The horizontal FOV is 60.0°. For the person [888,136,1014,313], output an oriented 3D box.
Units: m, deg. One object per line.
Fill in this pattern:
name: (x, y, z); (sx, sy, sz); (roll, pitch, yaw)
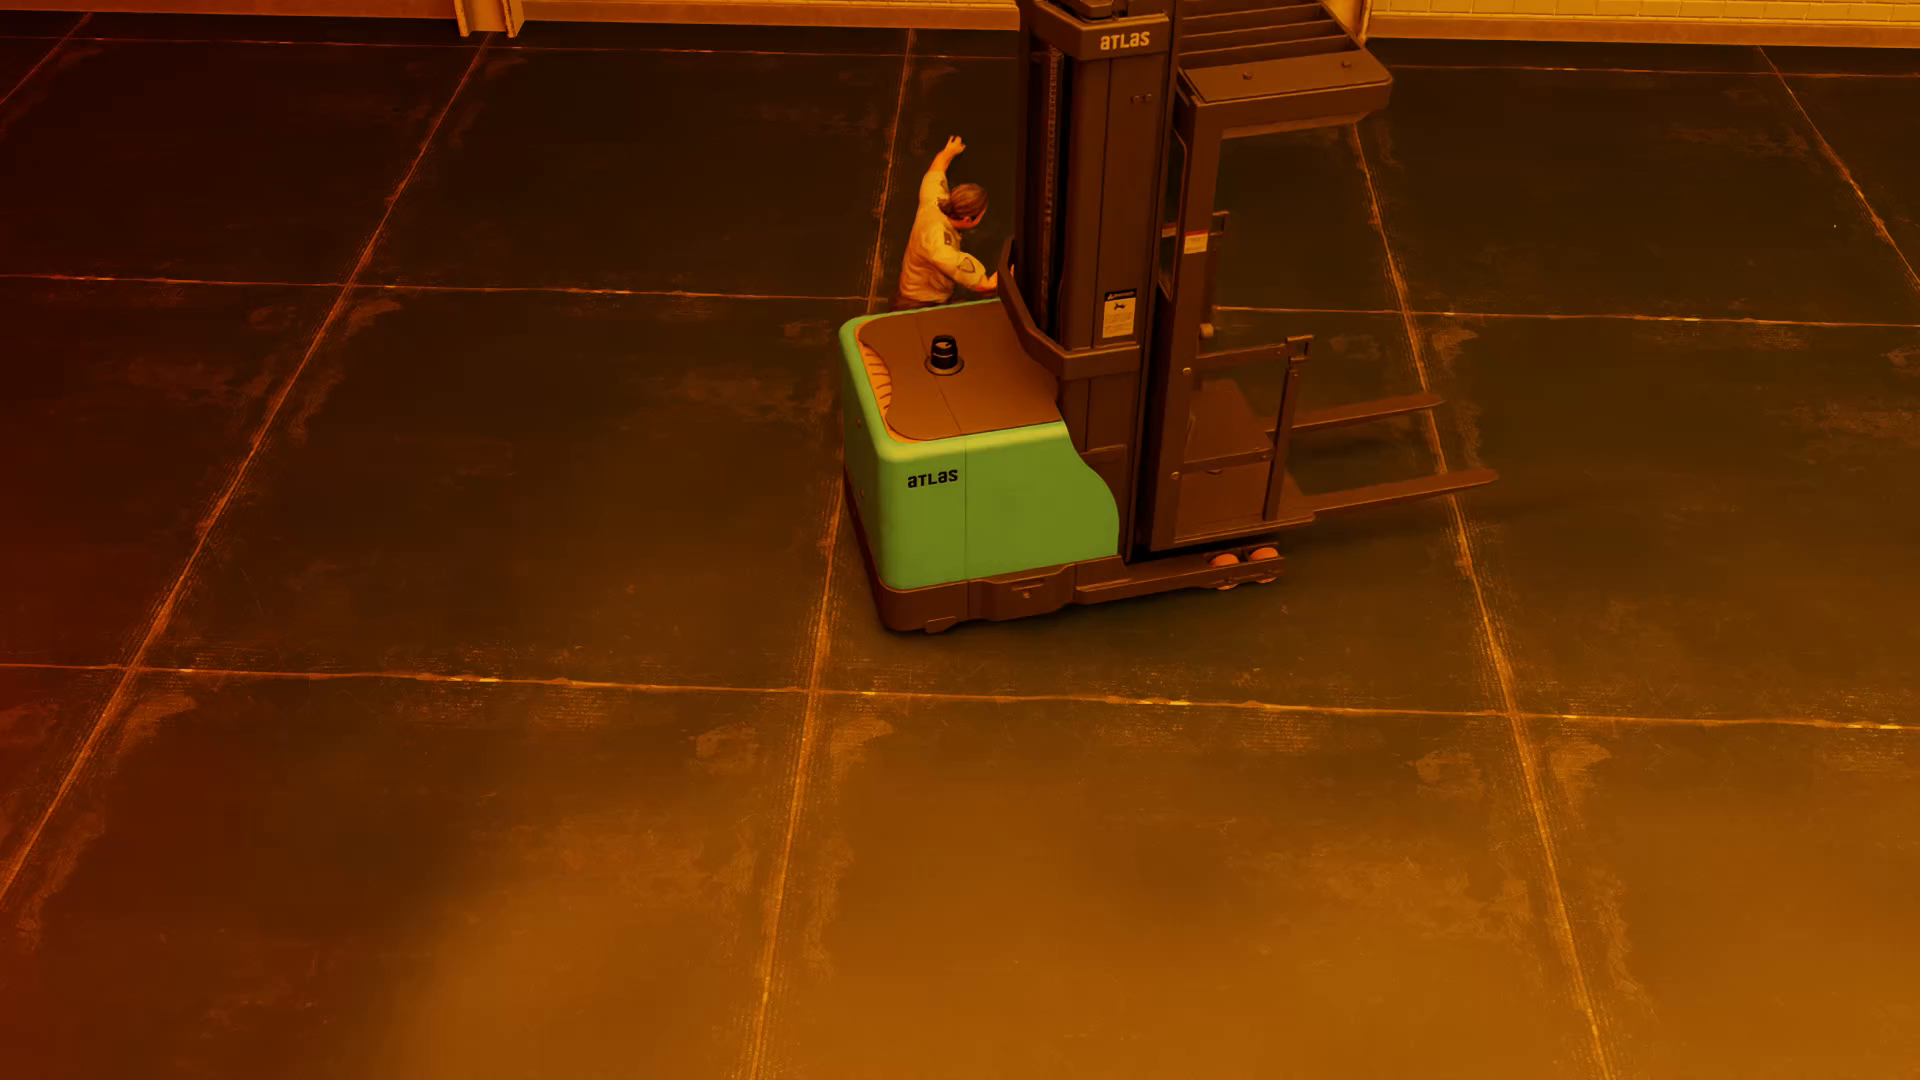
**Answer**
person: (0.010, -1.230, 8.205); (0.733, 1.268, 1.498); (0, 42, 0)

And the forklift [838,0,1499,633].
forklift: (1.018, -1.193, 7.049); (3.031, 2.935, 1.130); (-9, 43, -10)
